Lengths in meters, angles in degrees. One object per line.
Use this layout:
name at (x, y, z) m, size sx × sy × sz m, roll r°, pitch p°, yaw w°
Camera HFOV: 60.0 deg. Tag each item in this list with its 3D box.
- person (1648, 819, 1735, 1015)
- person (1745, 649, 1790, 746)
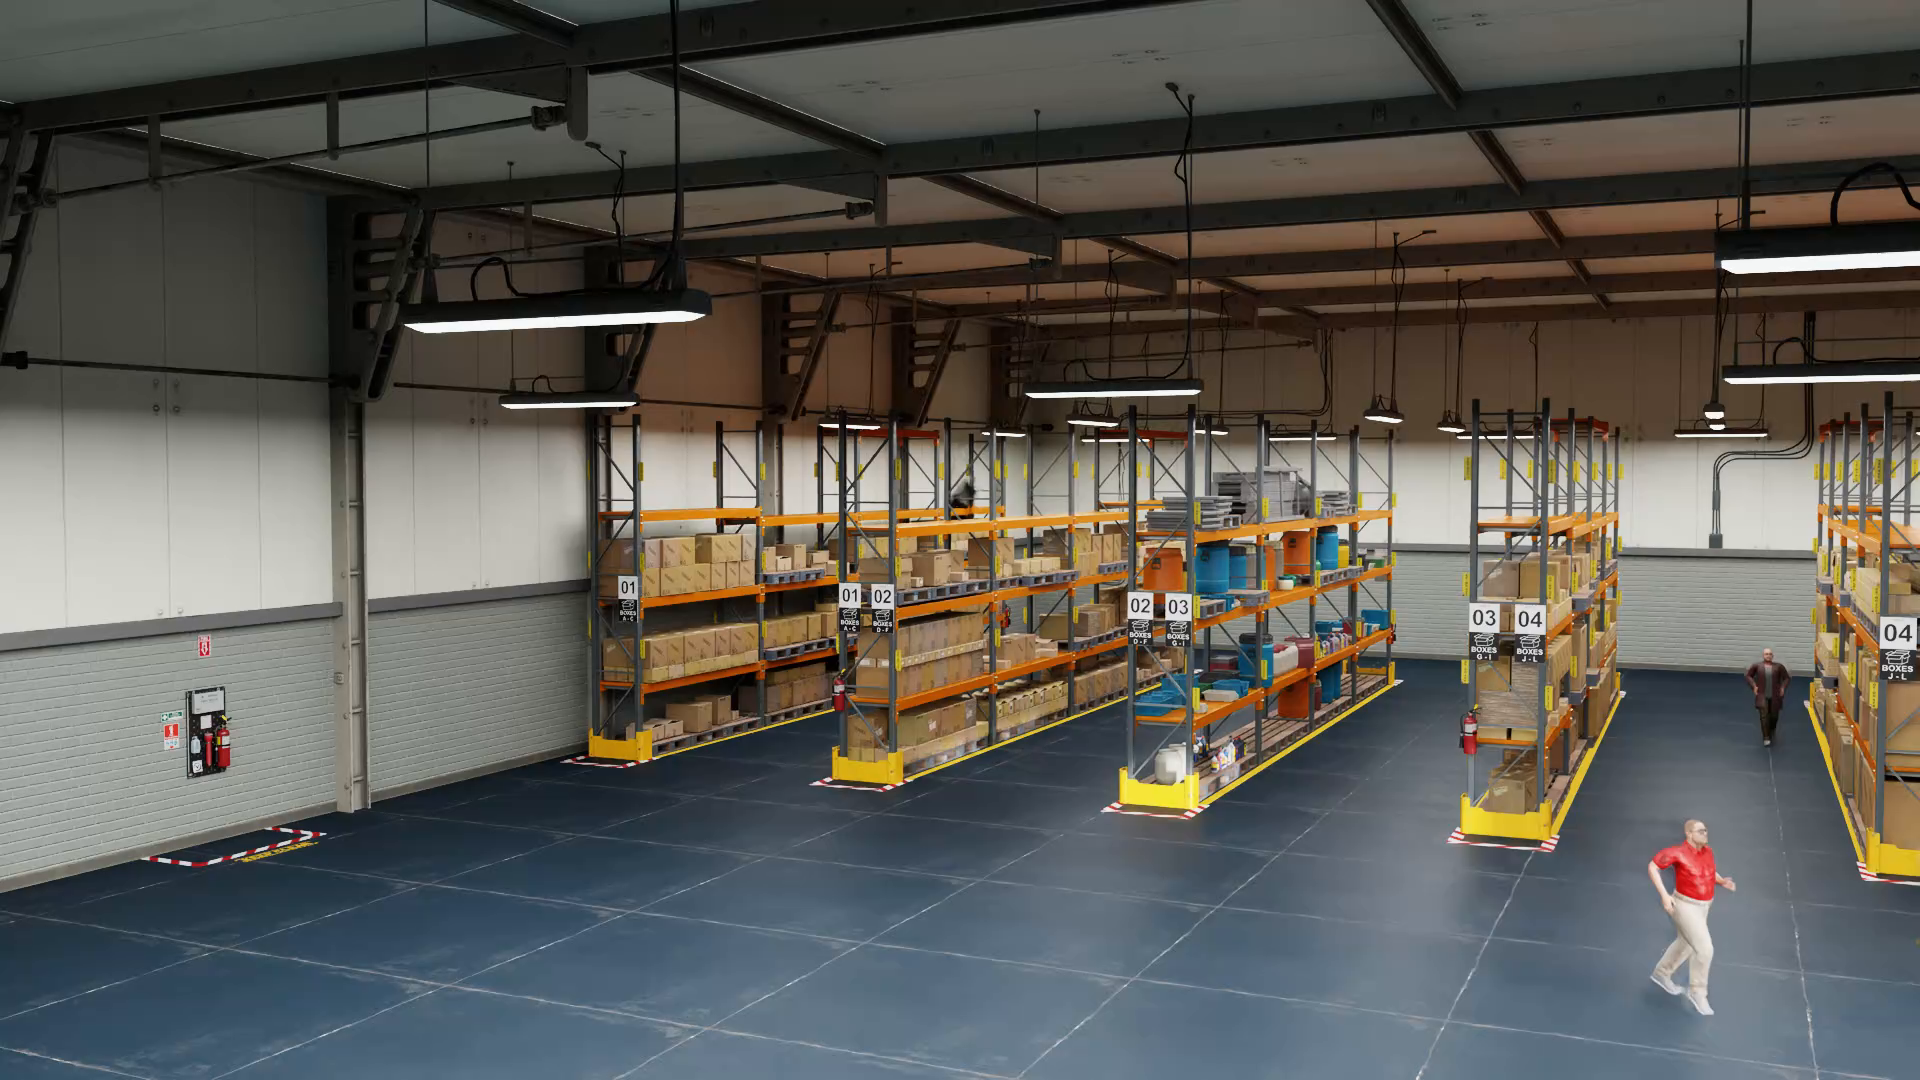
person at (6.866, 3.514, 15.632) m, size 0.643 × 1.799 × 0.802 m, roll -2°, pitch 3°, yaw -38°
person at (14.827, 2.910, 30.539) m, size 0.739 × 1.670 × 0.834 m, roll 1°, pitch 3°, yaw 25°
